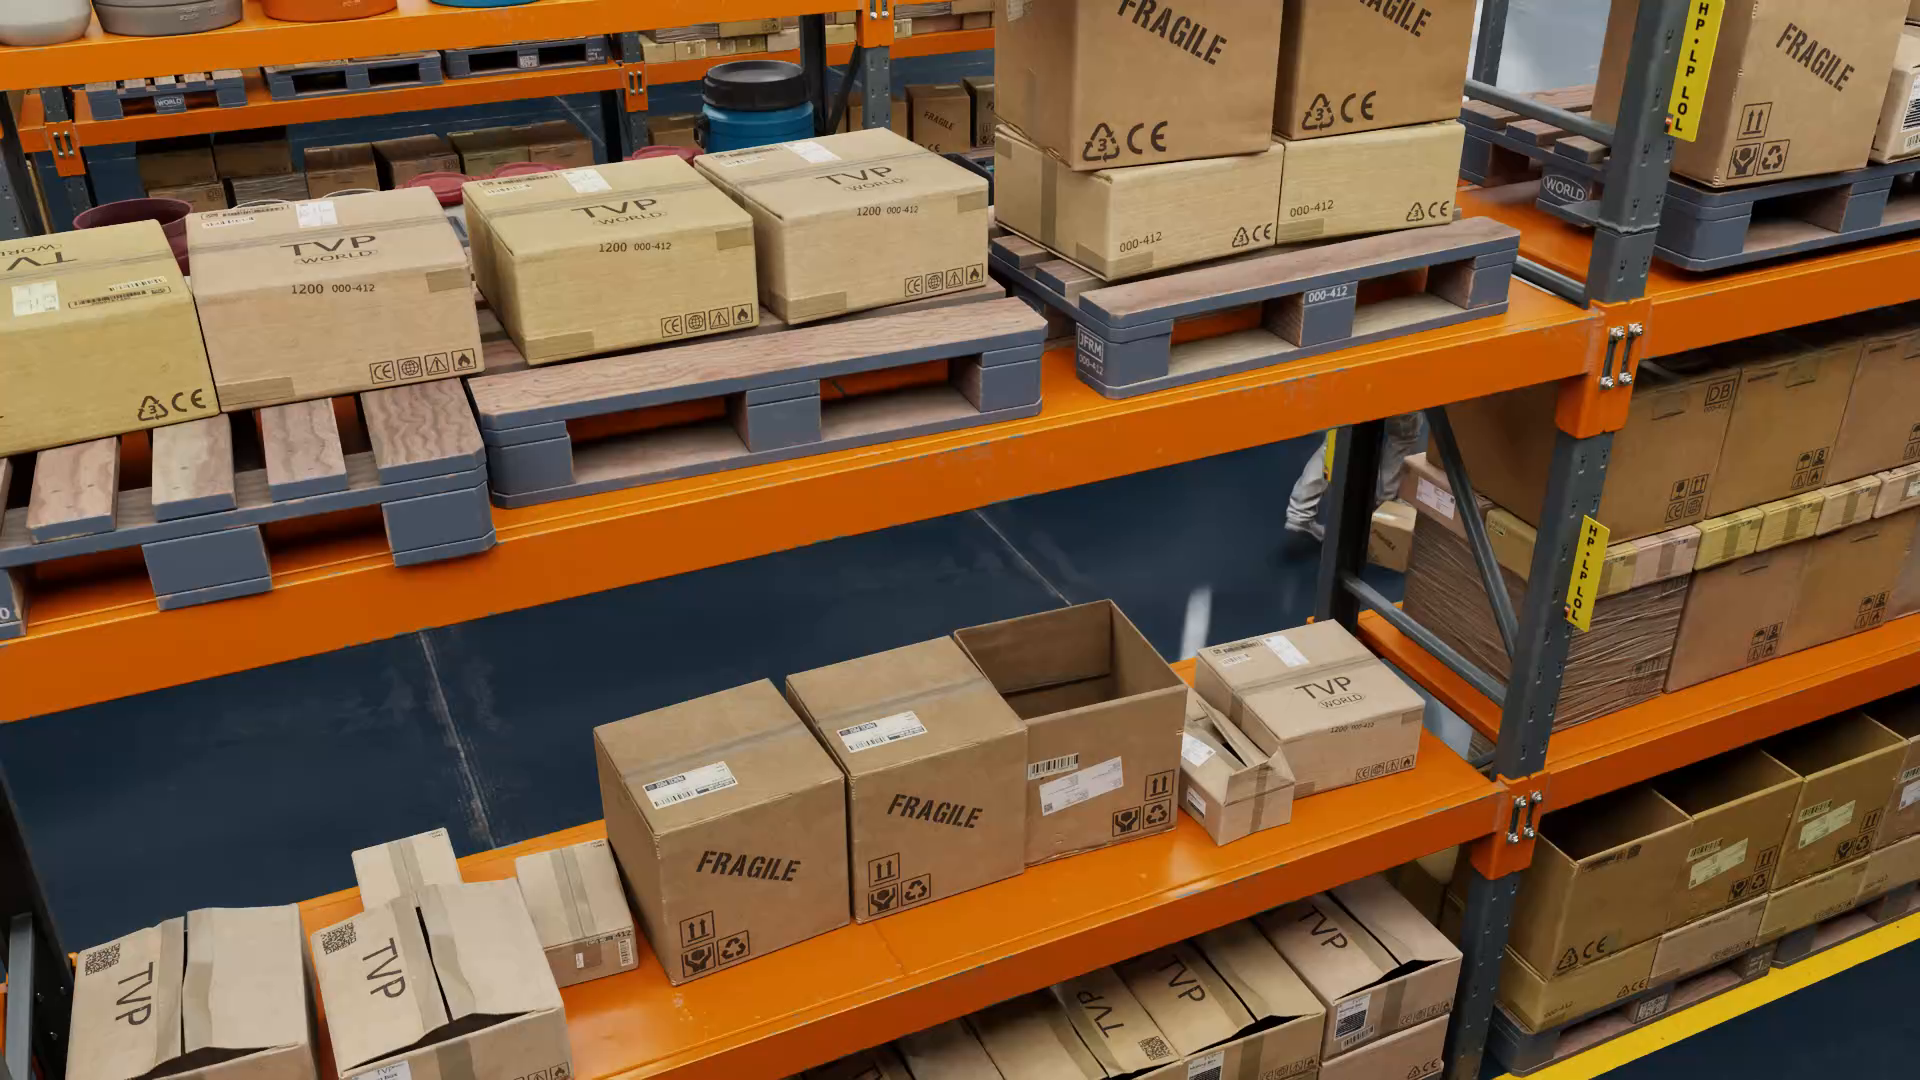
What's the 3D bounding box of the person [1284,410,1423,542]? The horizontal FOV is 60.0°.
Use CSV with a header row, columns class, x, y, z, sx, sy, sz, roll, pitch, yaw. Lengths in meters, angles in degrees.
class,x,y,z,sx,sy,sz,roll,pitch,yaw
person,2.126,-0.812,8.570,0.988,1.757,0.711,-23,36,-35
